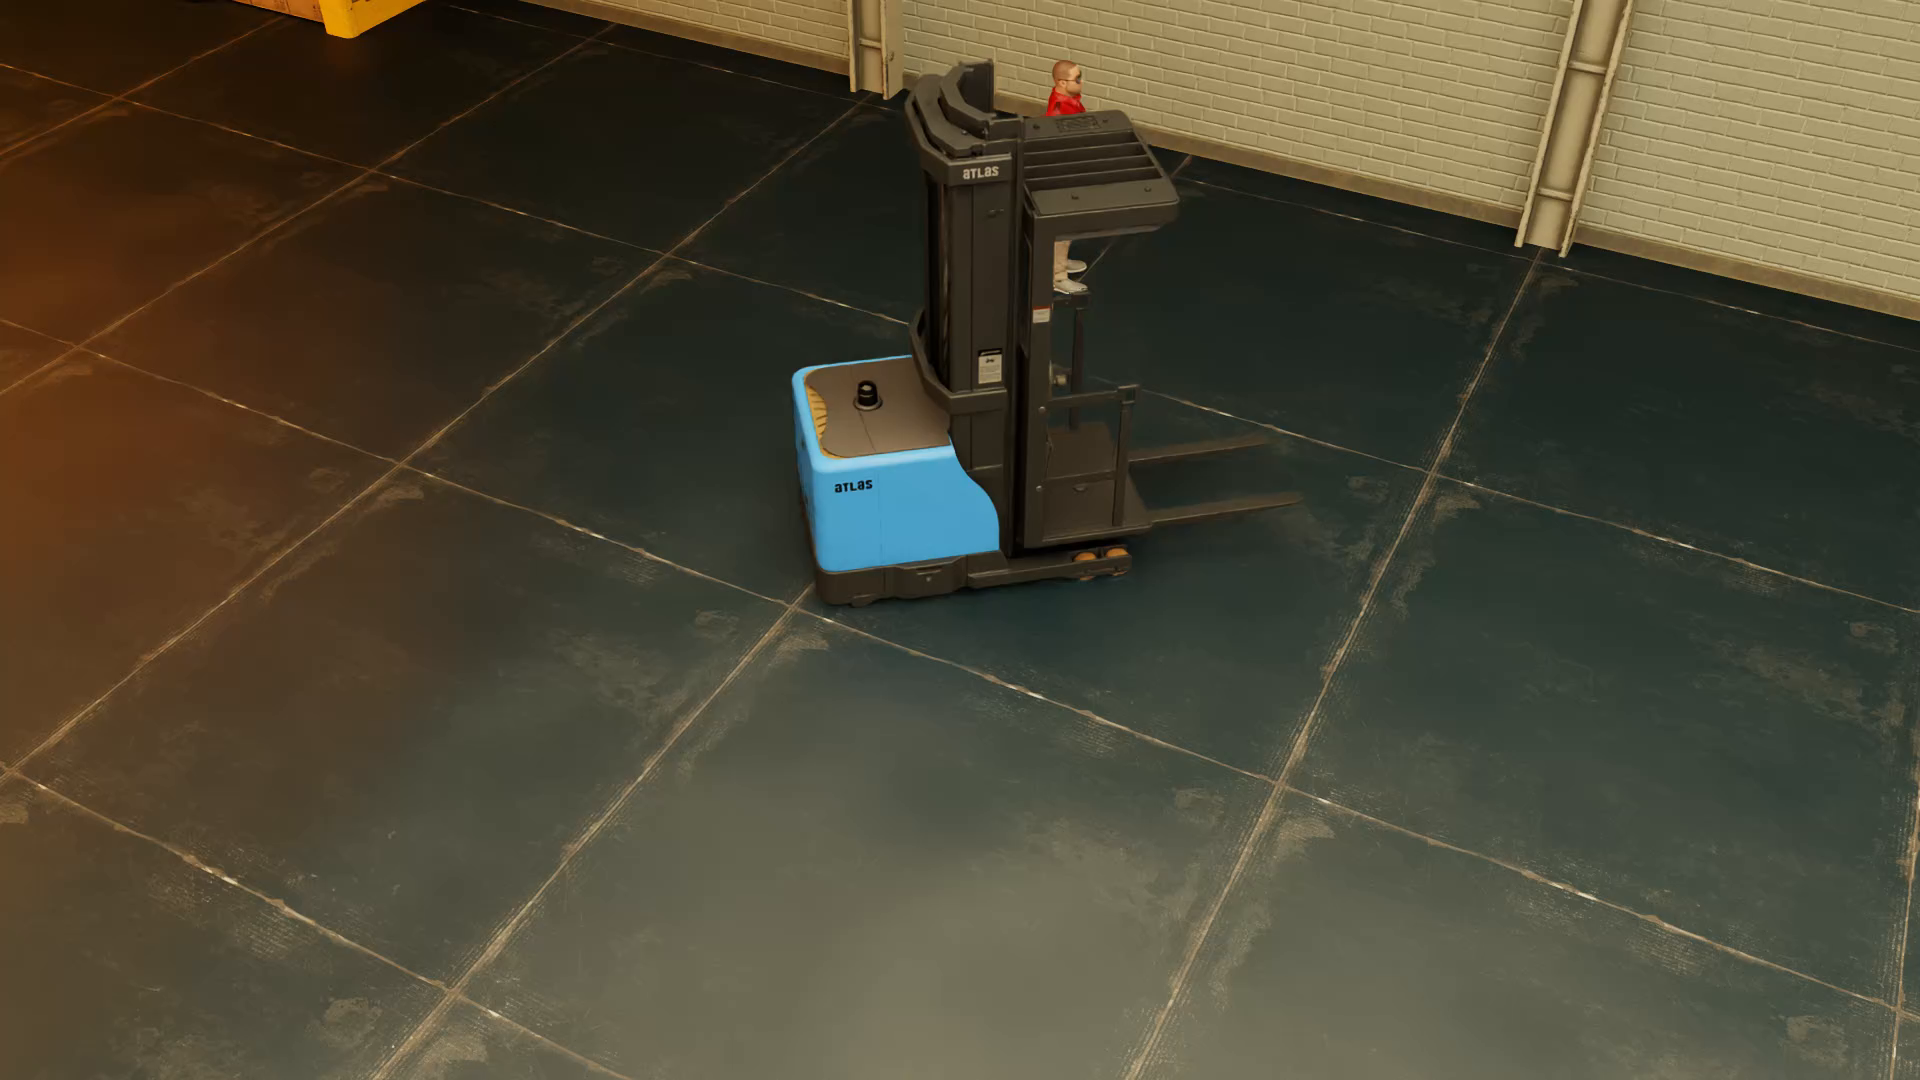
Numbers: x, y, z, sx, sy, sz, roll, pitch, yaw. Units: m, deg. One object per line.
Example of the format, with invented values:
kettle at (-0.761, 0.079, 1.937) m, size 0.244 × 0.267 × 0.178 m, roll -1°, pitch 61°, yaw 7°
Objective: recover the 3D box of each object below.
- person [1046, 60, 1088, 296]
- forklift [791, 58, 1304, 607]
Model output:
person at (0.781, -2.651, 12.072) m, size 0.389 × 1.728 × 0.528 m, roll 3°, pitch 40°, yaw 3°
forklift at (0.564, -1.208, 9.421) m, size 3.031 × 2.935 × 1.130 m, roll -8°, pitch 41°, yaw -9°
